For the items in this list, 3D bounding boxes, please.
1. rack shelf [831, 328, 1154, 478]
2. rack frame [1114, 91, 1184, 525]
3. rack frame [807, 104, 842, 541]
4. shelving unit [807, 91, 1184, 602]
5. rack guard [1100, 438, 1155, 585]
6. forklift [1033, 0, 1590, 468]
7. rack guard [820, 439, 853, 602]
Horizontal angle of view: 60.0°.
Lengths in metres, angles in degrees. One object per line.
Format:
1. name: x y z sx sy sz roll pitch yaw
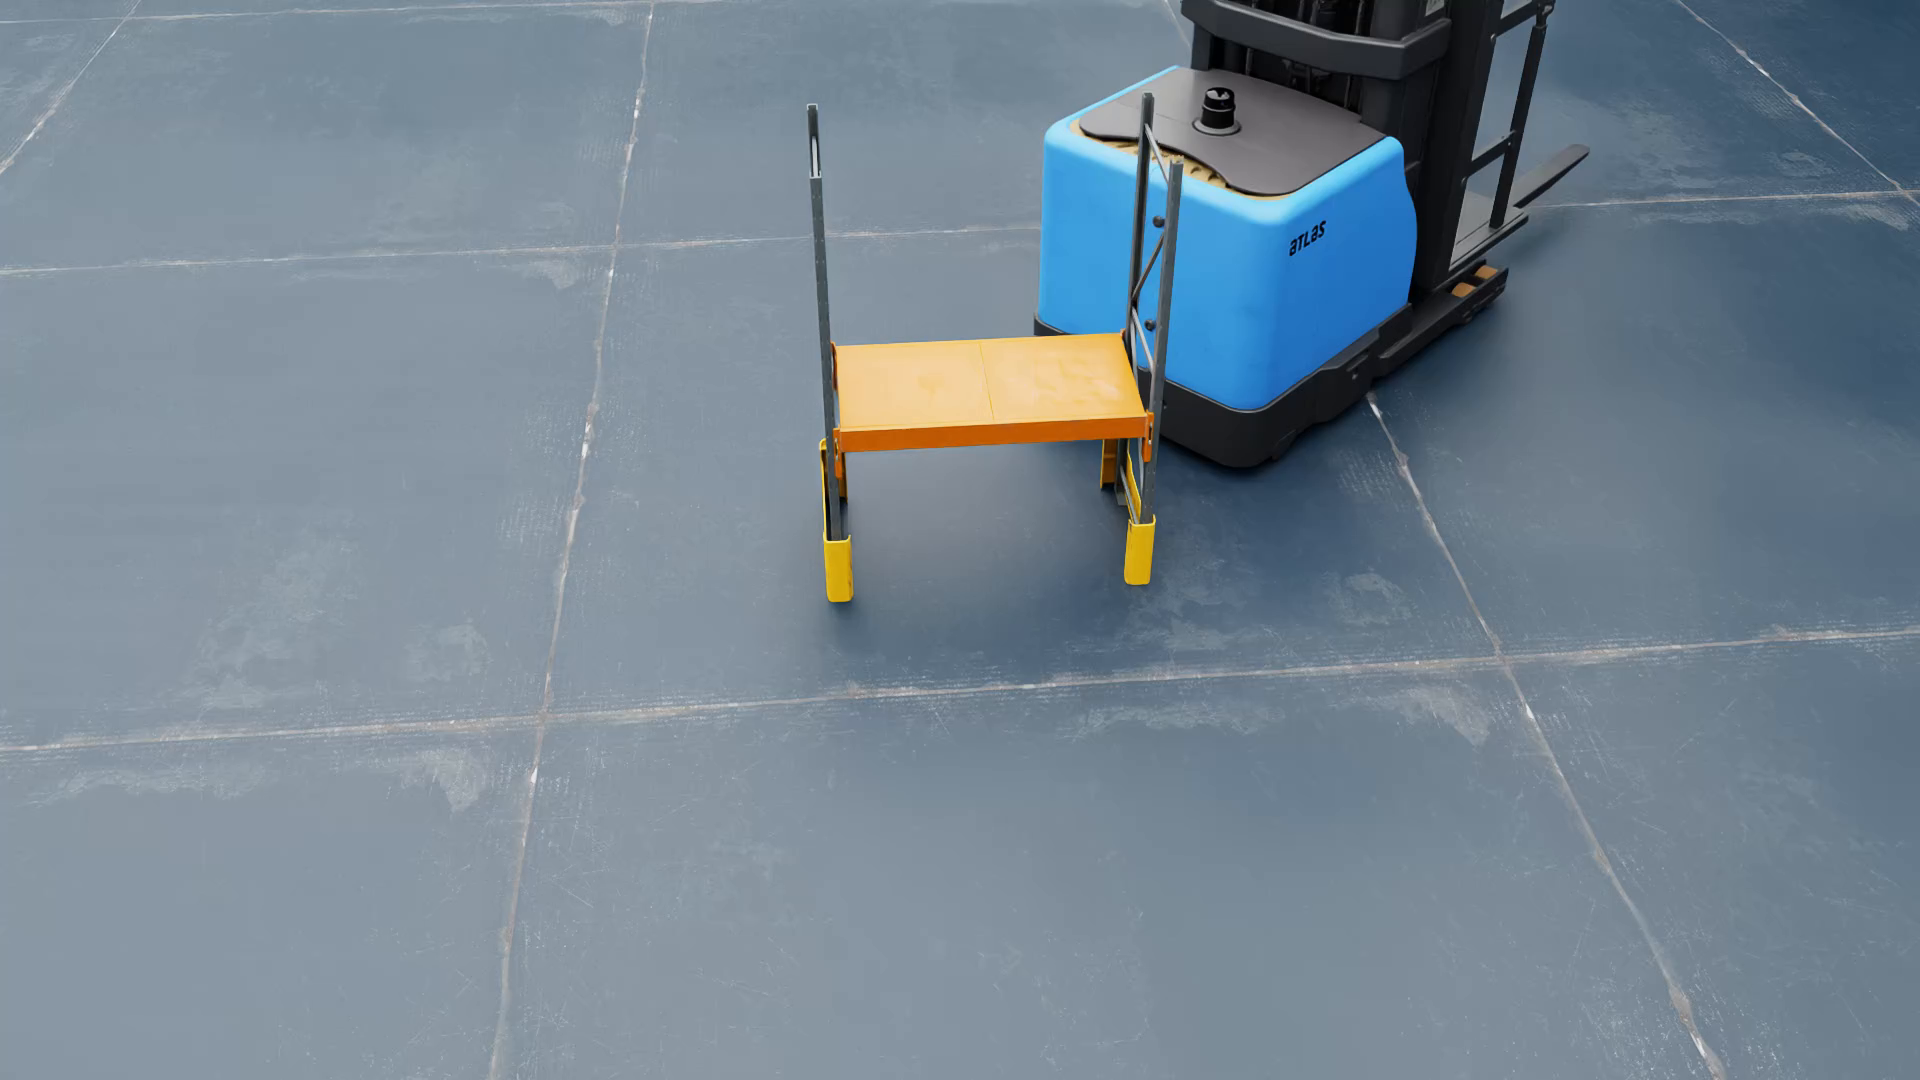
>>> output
1. rack shelf: 0.085 -0.452 5.403 1.000 0.185 0.538 -3 38 -4
2. rack frame: 0.591 -0.621 5.327 0.032 1.500 0.500 -3 38 -4
3. rack frame: -0.421 -0.566 5.256 0.032 1.500 0.500 -3 38 -4
4. shelving unit: 0.076 -0.593 5.291 1.083 1.500 0.587 -3 38 -4
5. rack guard: 0.572 -0.130 5.712 0.087 0.250 0.587 -3 38 -4
6. forklift: 1.647 -2.237 6.218 1.130 2.935 3.031 29 47 32
7. rack guard: -0.420 -0.075 5.643 0.087 0.250 0.587 -3 38 -4
